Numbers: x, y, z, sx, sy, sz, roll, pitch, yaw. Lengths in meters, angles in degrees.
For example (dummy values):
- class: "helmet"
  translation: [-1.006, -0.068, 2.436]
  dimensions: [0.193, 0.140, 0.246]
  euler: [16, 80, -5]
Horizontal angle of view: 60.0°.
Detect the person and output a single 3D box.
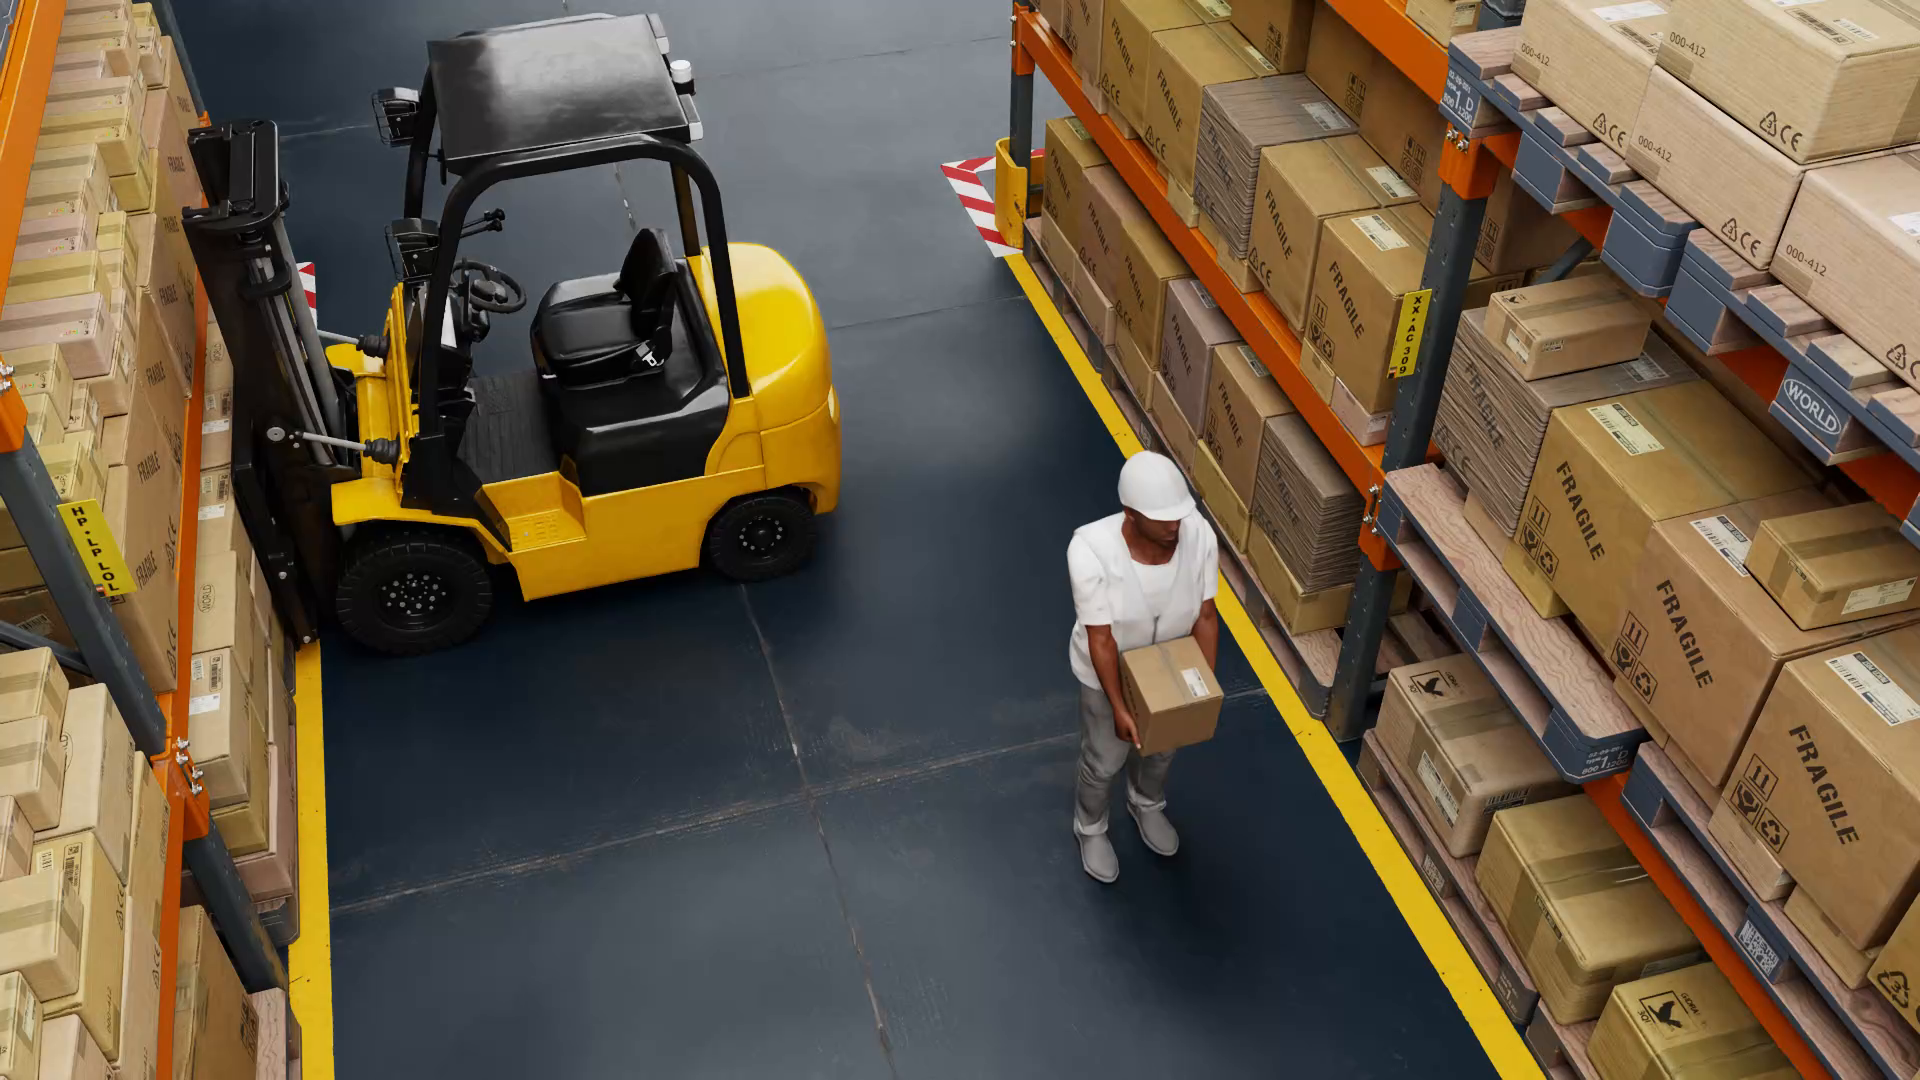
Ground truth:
- class: "person"
  translation: [0.632, 0.488, 5.601]
  dimensions: [0.505, 1.763, 0.558]
  euler: [-12, 43, -13]
